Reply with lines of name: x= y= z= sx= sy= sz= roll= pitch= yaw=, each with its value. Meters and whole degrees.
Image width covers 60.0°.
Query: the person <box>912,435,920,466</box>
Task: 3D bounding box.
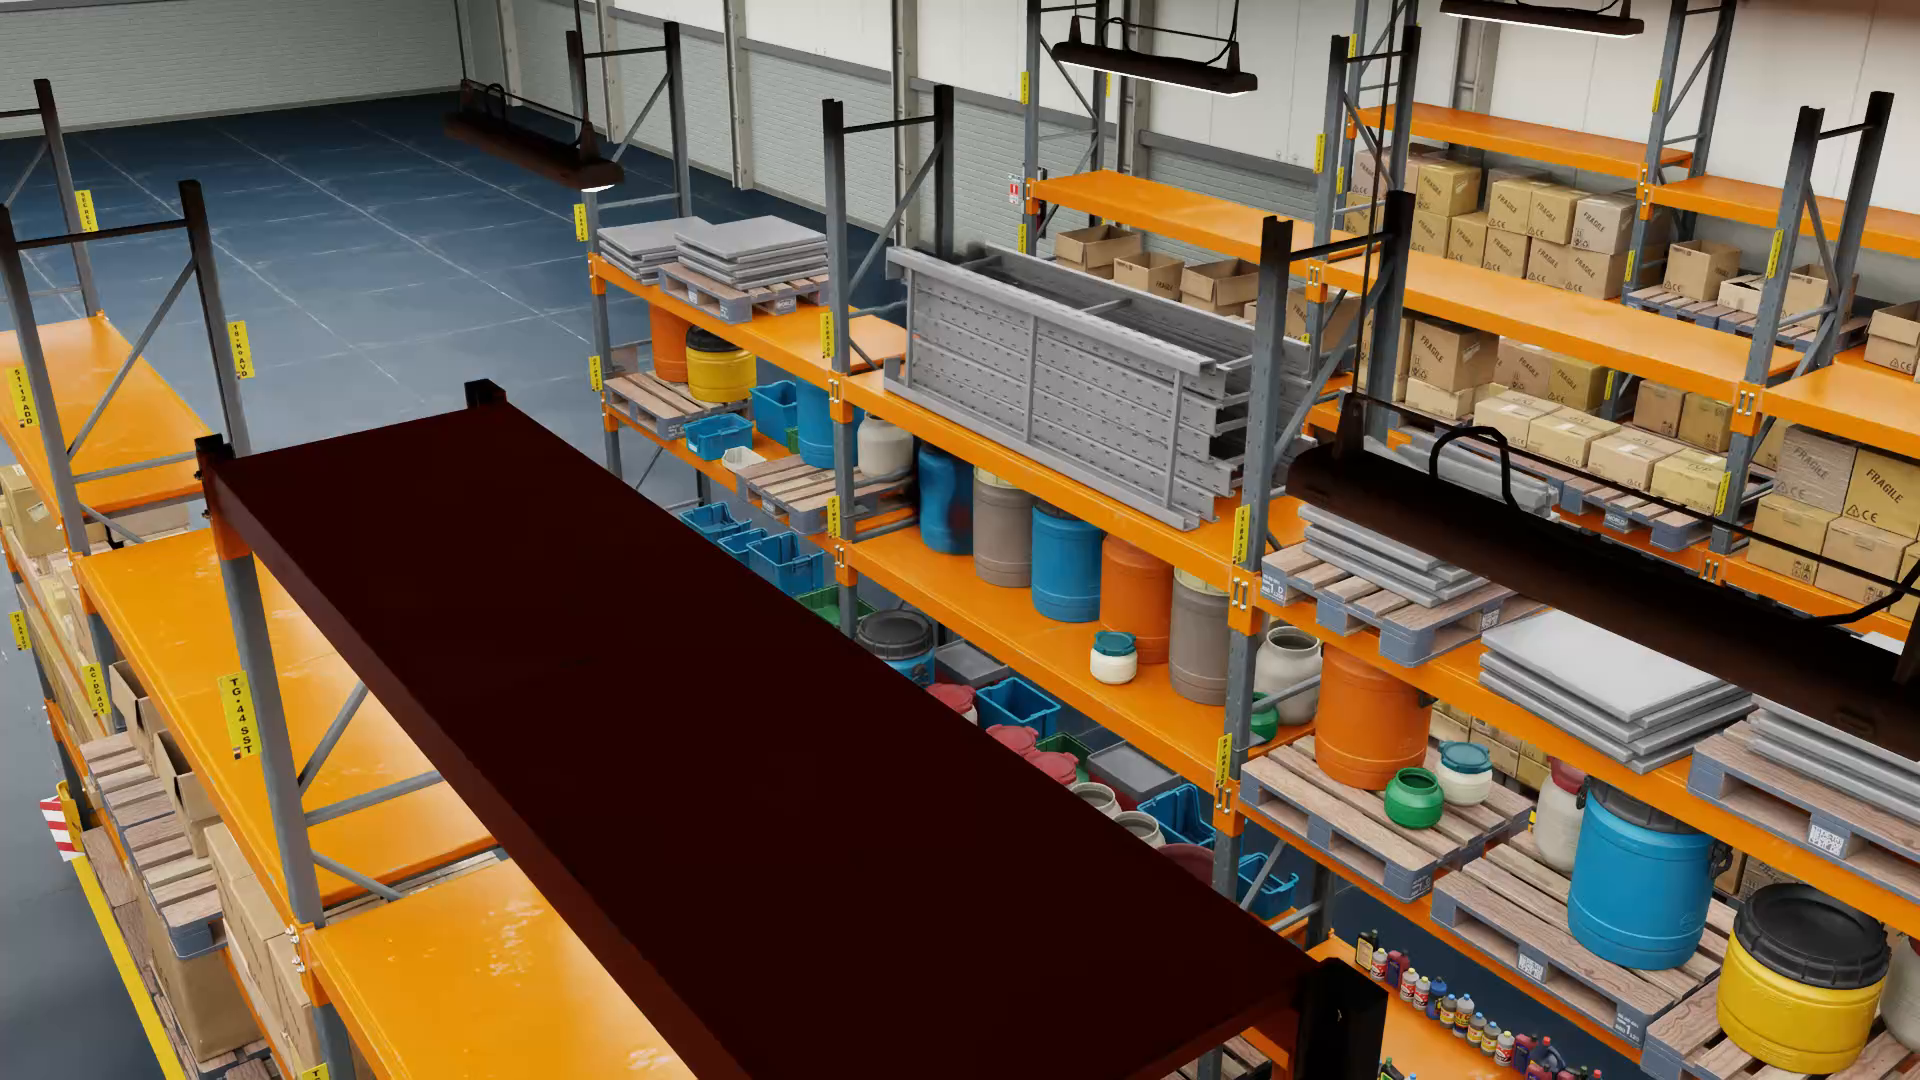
person: x=-0.301 y=-1.358 z=19.824 sx=0.974 sy=1.762 sz=0.668 roll=-4 pitch=25 yaw=-9
